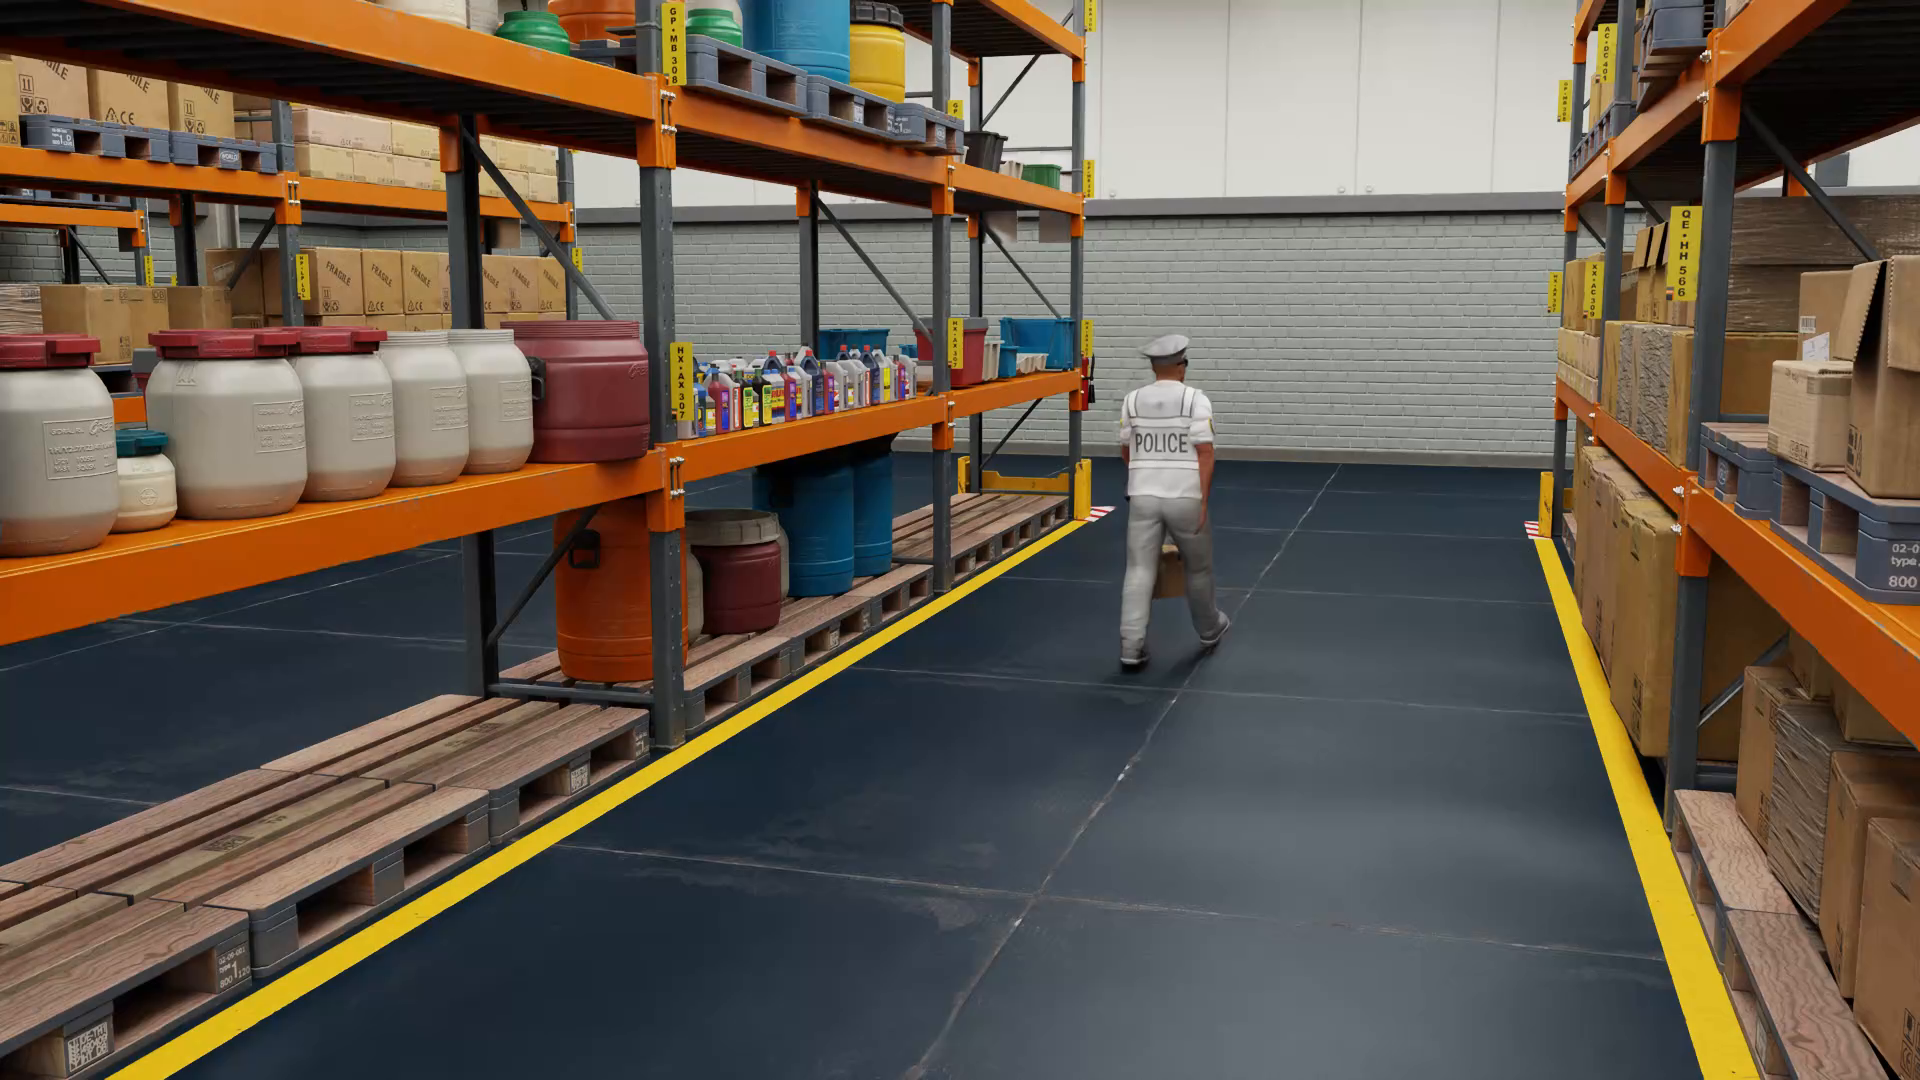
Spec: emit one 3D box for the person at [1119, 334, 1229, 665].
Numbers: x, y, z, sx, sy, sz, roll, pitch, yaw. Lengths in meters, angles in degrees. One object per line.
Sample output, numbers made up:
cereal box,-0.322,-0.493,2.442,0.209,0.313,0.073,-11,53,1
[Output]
person,1.124,-0.243,8.935,0.549,1.716,1.011,3,9,23
